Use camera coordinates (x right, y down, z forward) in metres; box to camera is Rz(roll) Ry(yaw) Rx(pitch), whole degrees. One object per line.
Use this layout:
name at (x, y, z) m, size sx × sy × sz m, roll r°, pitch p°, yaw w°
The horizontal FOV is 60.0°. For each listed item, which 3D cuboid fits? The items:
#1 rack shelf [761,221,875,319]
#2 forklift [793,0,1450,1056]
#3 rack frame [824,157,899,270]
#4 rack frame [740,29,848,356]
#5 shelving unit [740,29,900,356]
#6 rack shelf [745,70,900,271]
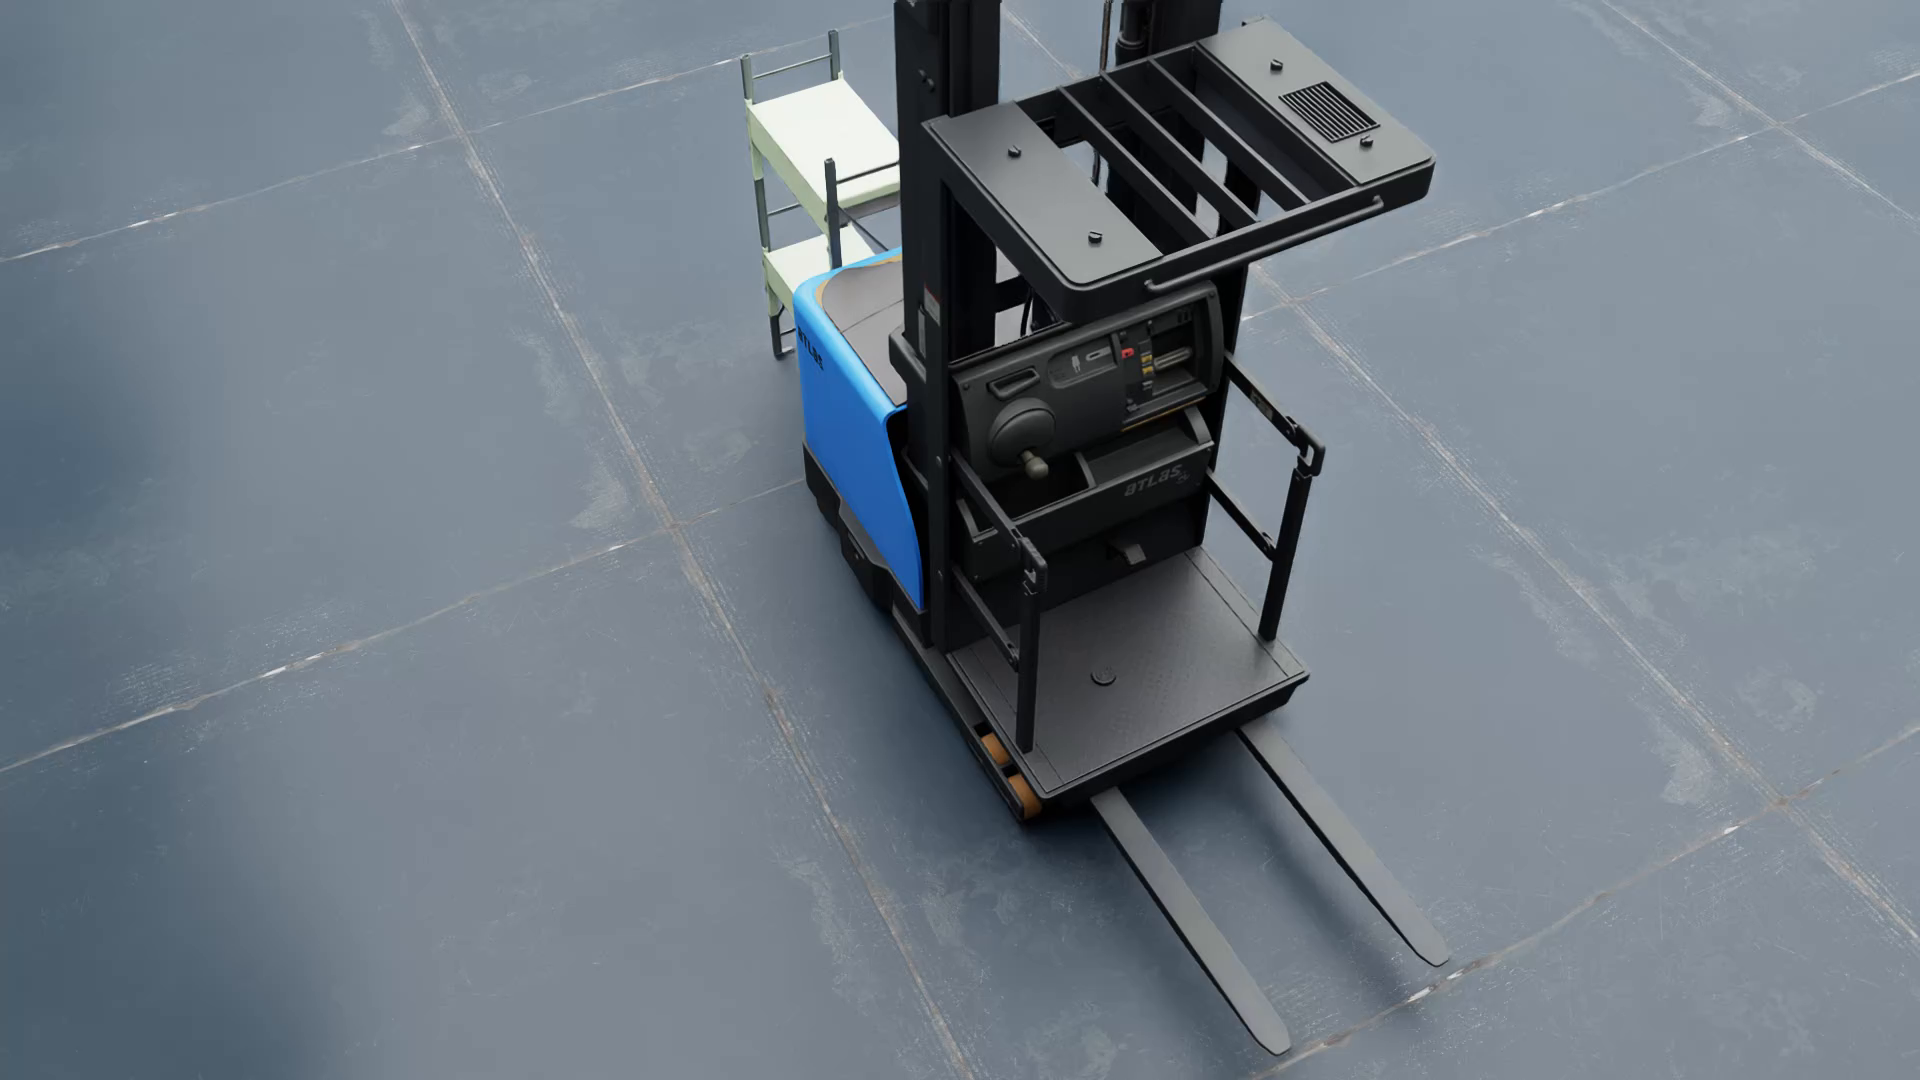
rack shelf at (-0.471, -0.928, 6.891) m, size 0.431 × 0.370 × 0.720 m, roll -22°, pitch 52°, yaw -18°
forklift at (0.520, -0.389, 5.036) m, size 1.130 × 2.935 × 3.031 m, roll -22°, pitch 52°, yaw -18°
rack frame at (-0.296, -0.901, 6.434) m, size 0.400 × 1.500 × 0.023 m, roll -22°, pitch 52°, yaw -18°
rack frame at (-0.645, -1.385, 6.857) m, size 0.400 × 1.500 × 0.023 m, roll -22°, pitch 52°, yaw -18°
shelving unit at (-0.471, -1.143, 6.646) m, size 0.431 × 1.500 × 0.755 m, roll -22°, pitch 52°, yaw -18°
rack shelf at (-0.471, -1.400, 6.352) m, size 0.431 × 0.370 × 0.720 m, roll -22°, pitch 52°, yaw -18°
